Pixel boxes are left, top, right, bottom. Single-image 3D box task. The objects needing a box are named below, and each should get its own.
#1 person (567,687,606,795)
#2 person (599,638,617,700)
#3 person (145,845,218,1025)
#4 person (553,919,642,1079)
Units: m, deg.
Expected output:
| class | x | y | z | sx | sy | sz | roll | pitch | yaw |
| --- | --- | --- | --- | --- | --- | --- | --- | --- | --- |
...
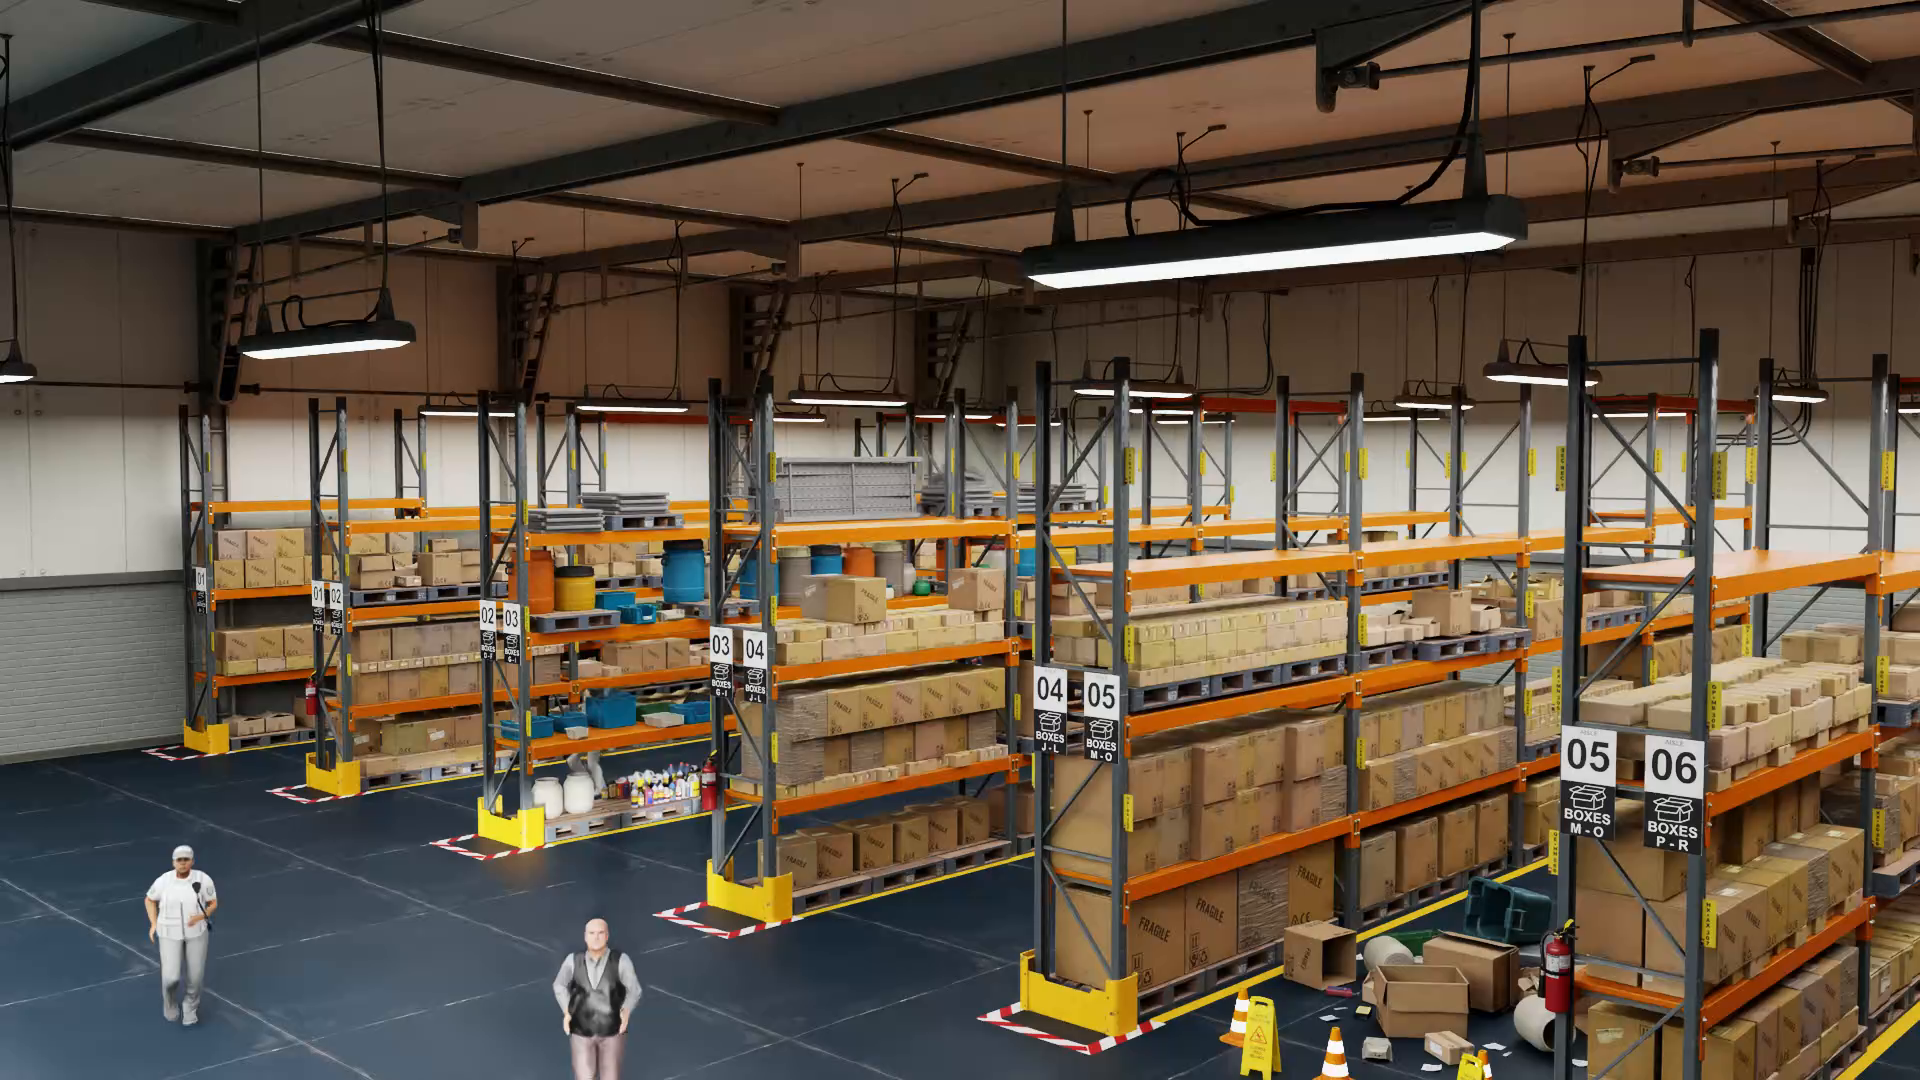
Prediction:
| class | x | y | z | sx | sy | sz | roll | pitch | yaw |
| --- | --- | --- | --- | --- | --- | --- | --- | --- | --- |
| person | -5.584 | 3.017 | 24.897 | 0.555 | 1.644 | 0.629 | 2 | 4 | 39 |
| person | -6.627 | 2.629 | 31.639 | 0.671 | 1.805 | 0.738 | 2 | 4 | 37 |
| person | -6.966 | 3.558 | 14.903 | 0.592 | 1.629 | 0.575 | -2 | 3 | -27 |
| person | -2.710 | 3.673 | 12.428 | 0.662 | 1.709 | 0.801 | 0 | 3 | -9 |
